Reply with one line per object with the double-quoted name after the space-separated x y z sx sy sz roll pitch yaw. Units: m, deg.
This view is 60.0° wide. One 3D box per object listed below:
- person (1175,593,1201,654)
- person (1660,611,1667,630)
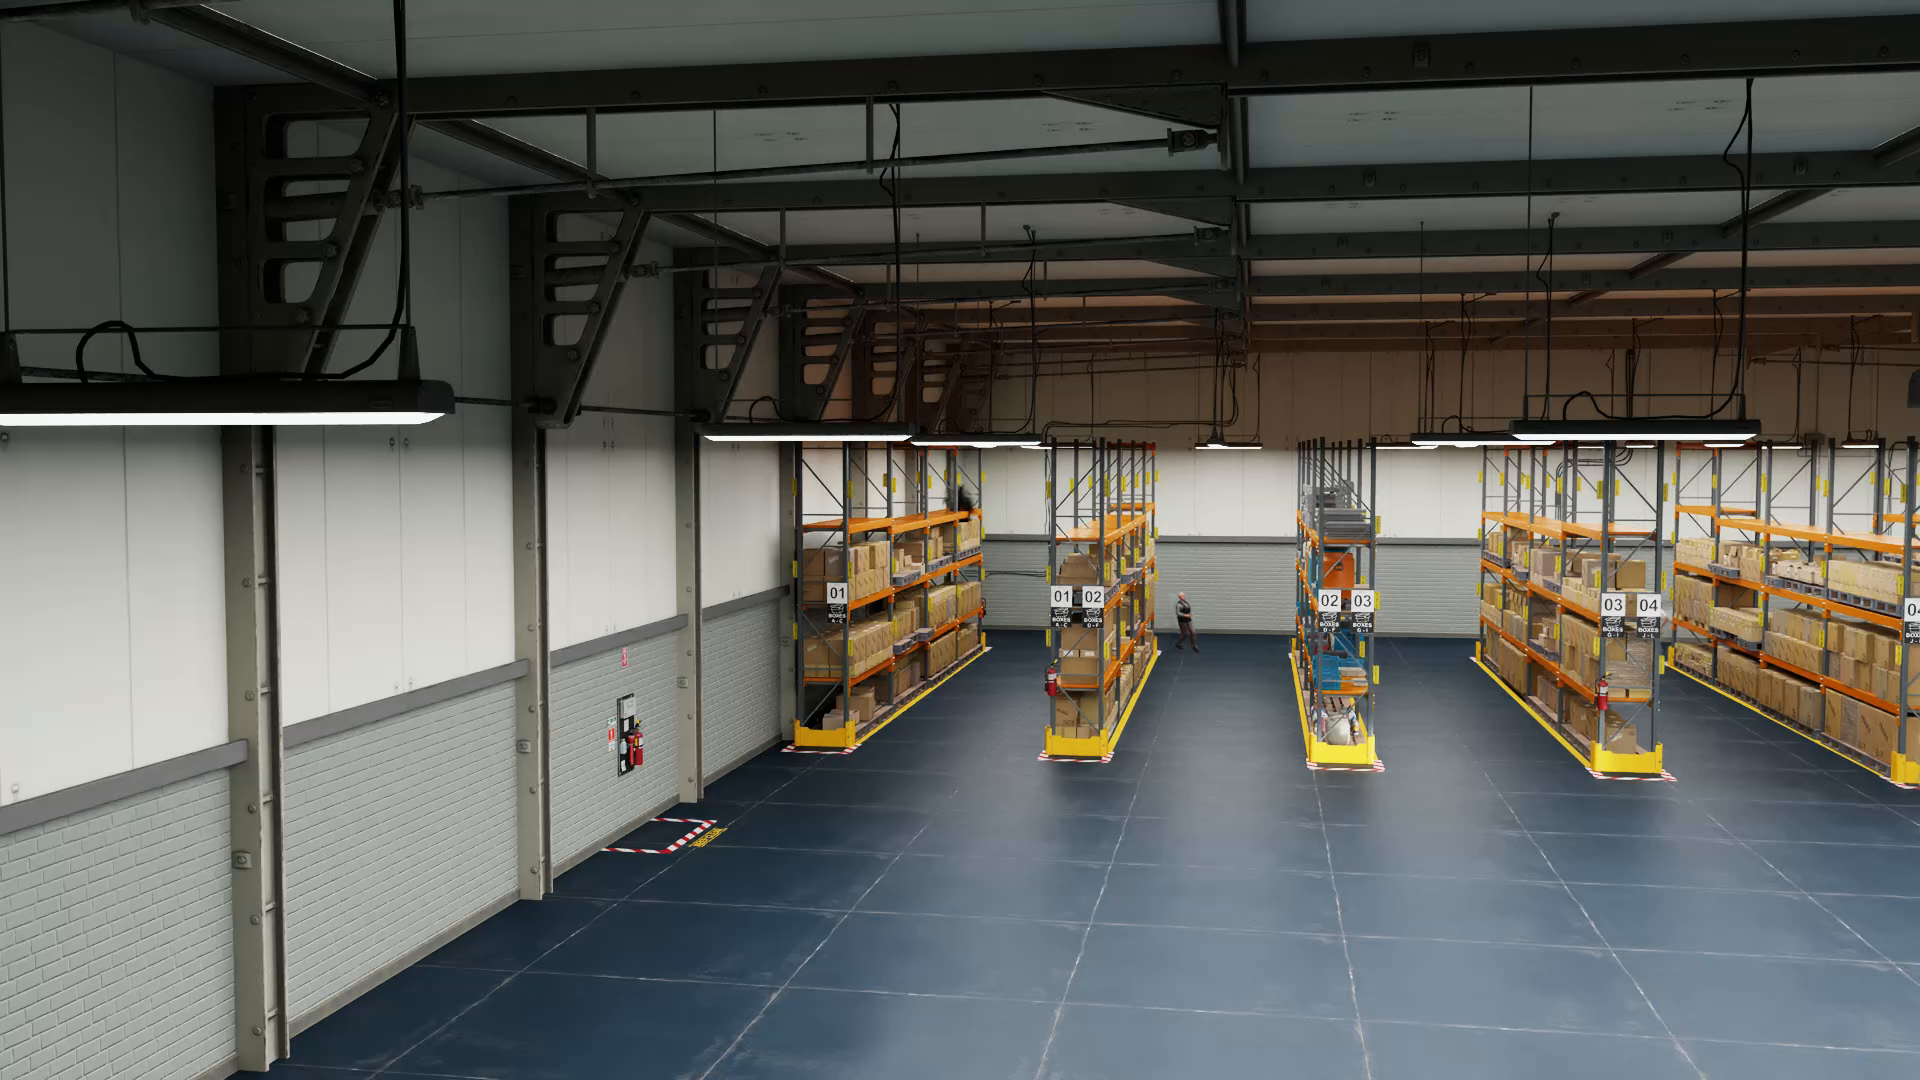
6.407 2.358 47.379 0.664 1.712 0.890 -3 4 -43 "person"
18.889 2.467 45.449 0.680 1.797 0.725 -1 3 -18 "person"
